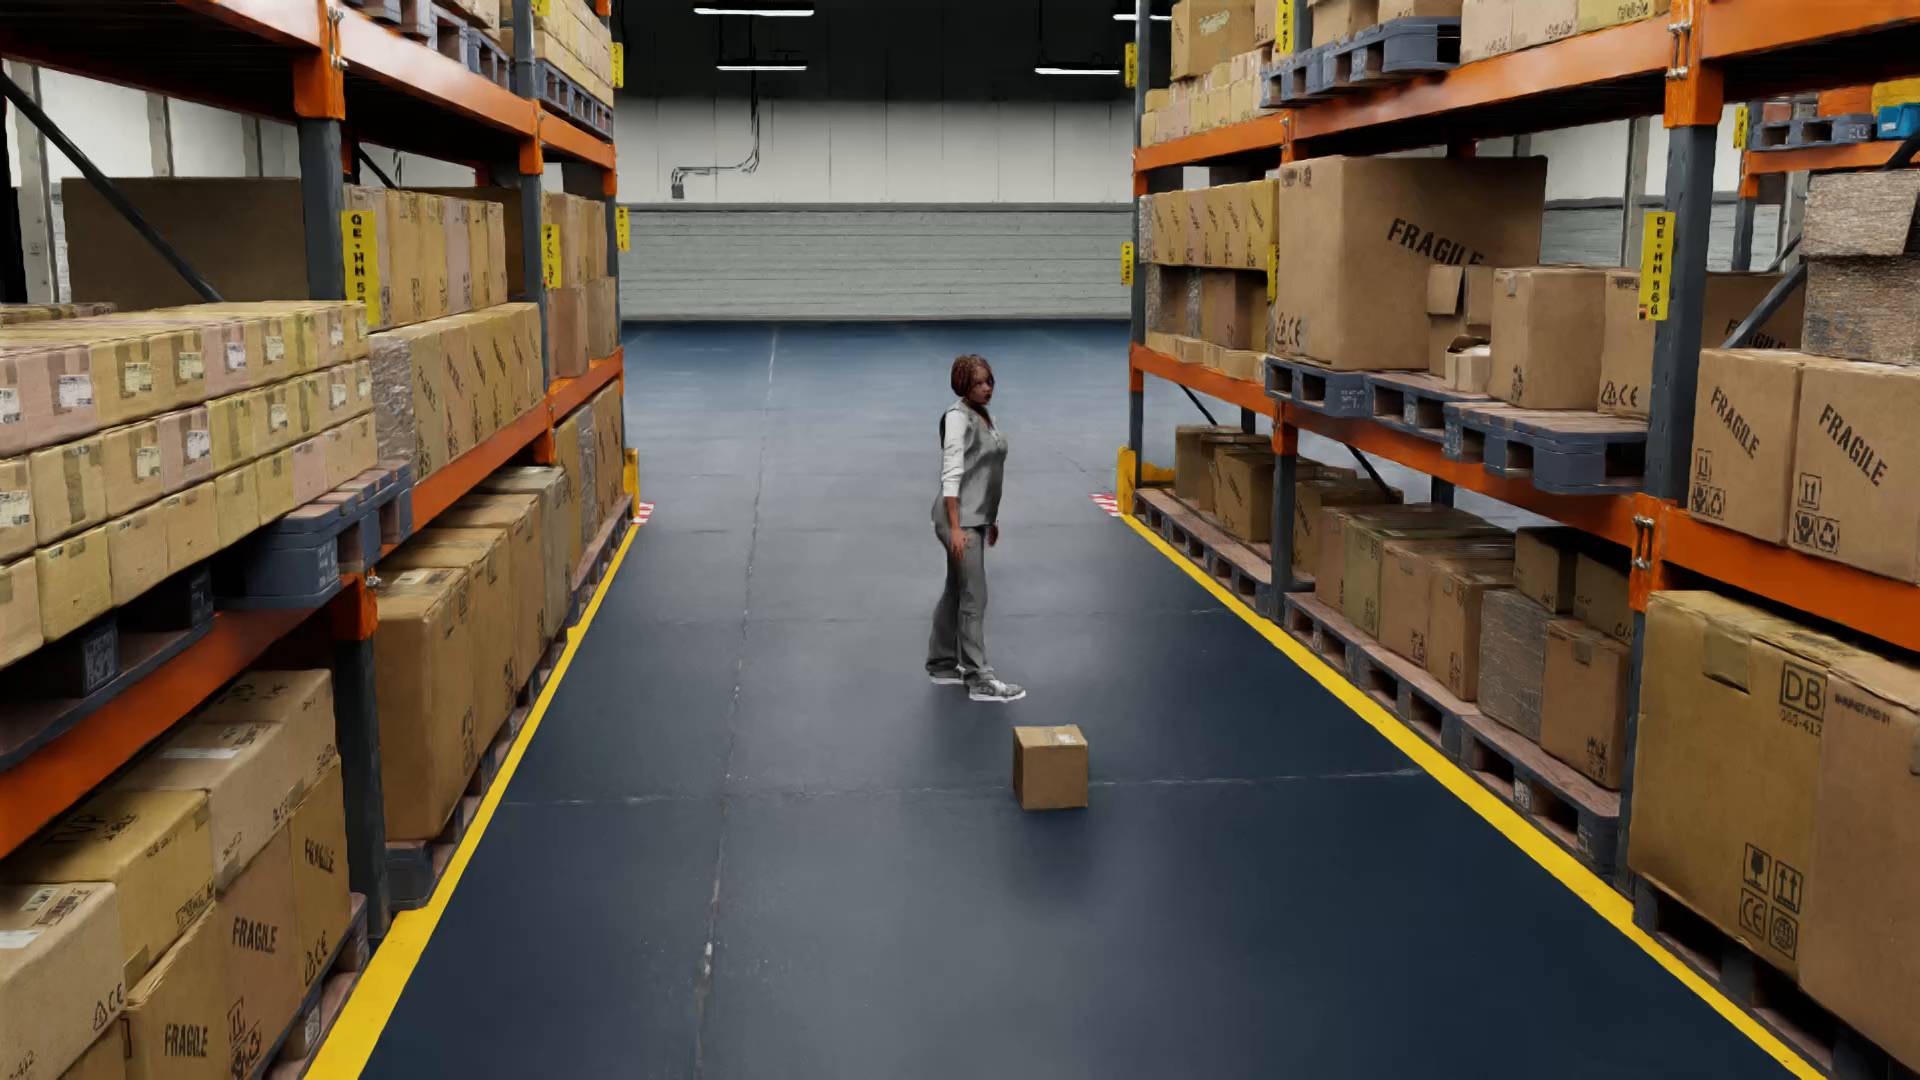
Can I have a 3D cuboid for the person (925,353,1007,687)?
[{"bbox_3d":[0.003,-0.095,7.644,0.393,1.526,0.507,3,11,15],"label":"person"}]
